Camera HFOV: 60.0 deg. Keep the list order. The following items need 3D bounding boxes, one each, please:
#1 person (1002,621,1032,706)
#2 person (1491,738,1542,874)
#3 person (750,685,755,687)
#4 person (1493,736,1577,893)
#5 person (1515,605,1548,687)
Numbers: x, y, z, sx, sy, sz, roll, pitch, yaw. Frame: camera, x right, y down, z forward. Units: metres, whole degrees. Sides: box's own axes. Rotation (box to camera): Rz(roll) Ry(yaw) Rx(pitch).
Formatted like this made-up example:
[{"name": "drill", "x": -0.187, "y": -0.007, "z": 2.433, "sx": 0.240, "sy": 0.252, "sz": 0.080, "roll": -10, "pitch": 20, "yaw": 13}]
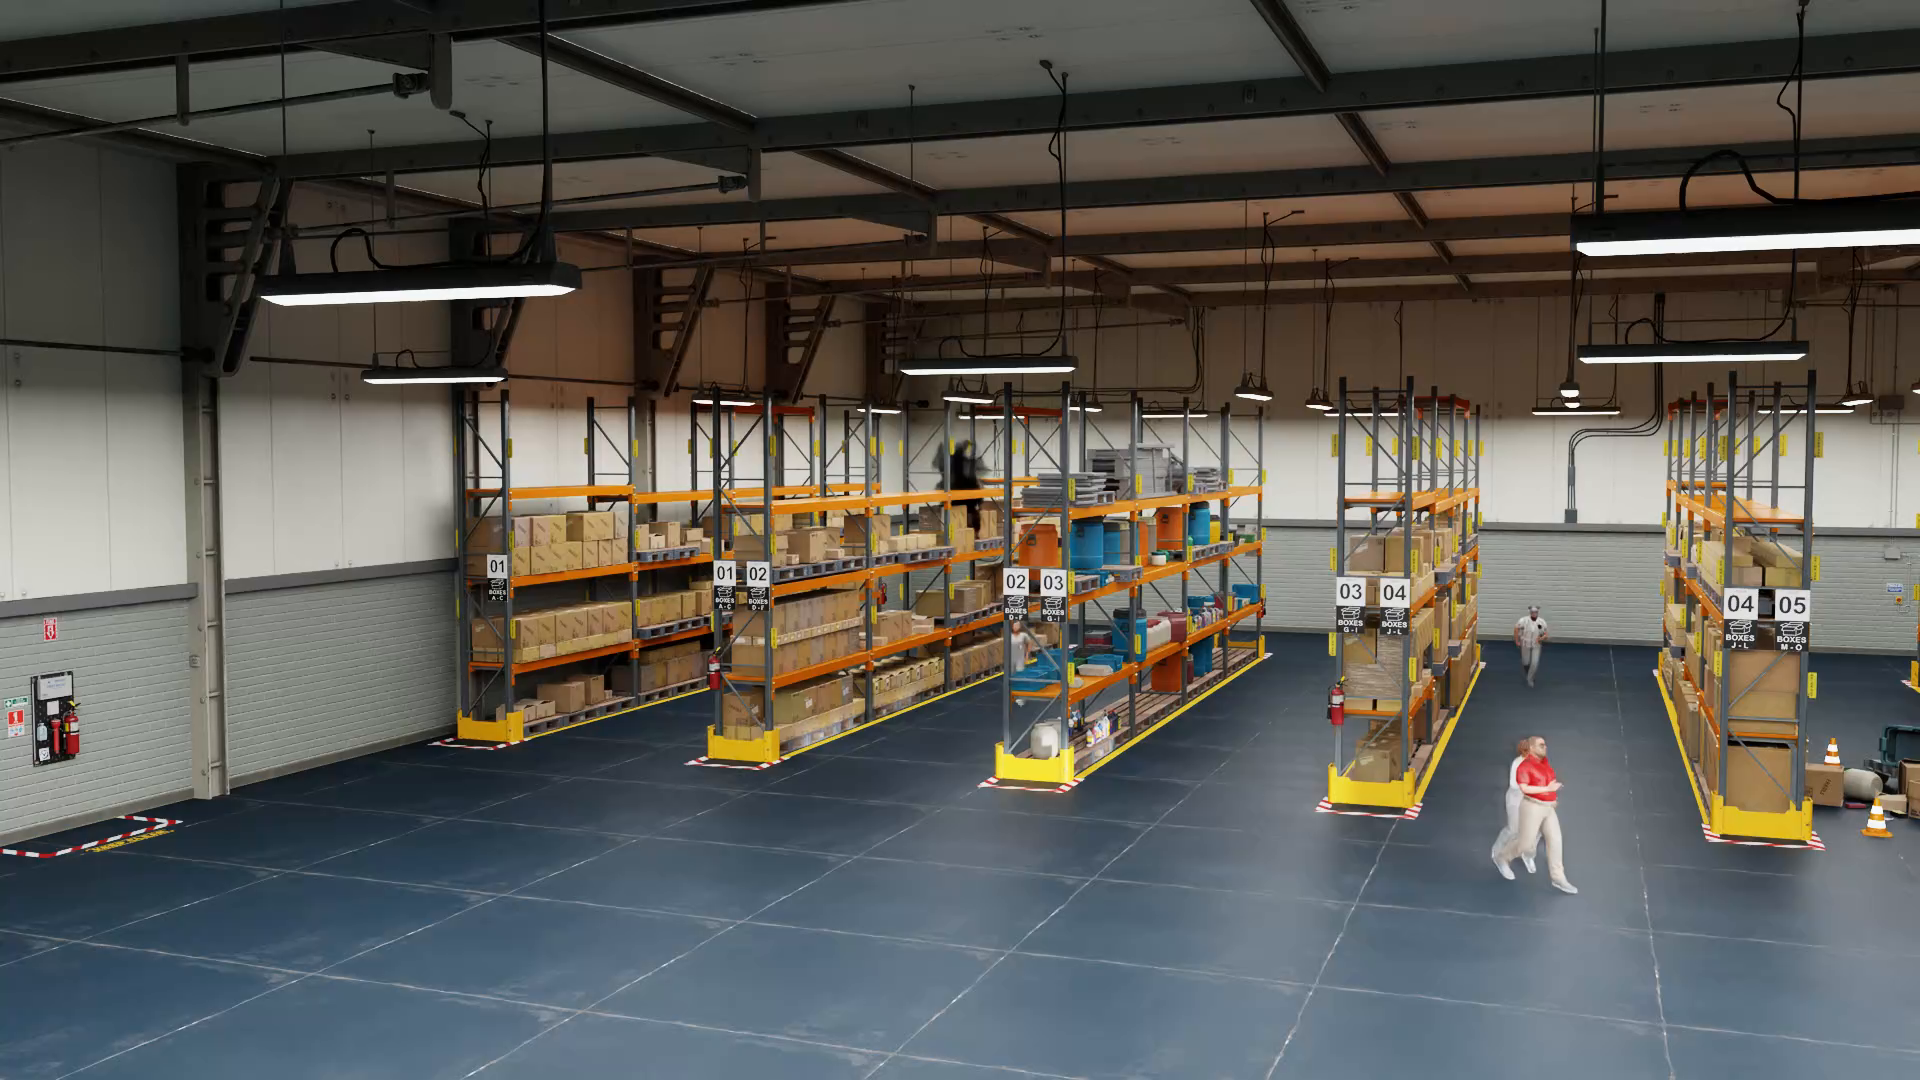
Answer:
[{"name": "person", "x": 1.095, "y": 2.396, "z": 32.431, "sx": 0.554, "sy": 1.694, "sz": 0.705, "roll": 1, "pitch": 3, "yaw": 11}, {"name": "person", "x": 6.618, "y": 3.121, "z": 19.658, "sx": 0.561, "sy": 1.598, "sz": 0.774, "roll": -2, "pitch": 4, "yaw": -36}, {"name": "person", "x": -3.683, "y": 2.420, "z": 30.897, "sx": 0.646, "sy": 1.744, "sz": 0.598, "roll": 1, "pitch": 3, "yaw": 15}, {"name": "person", "x": 6.552, "y": 3.078, "z": 18.886, "sx": 0.663, "sy": 1.714, "sz": 0.987, "roll": -2, "pitch": 4, "yaw": -35}, {"name": "person", "x": 12.055, "y": 2.218, "z": 35.081, "sx": 0.672, "sy": 1.721, "sz": 0.686, "roll": 1, "pitch": 3, "yaw": 16}]
